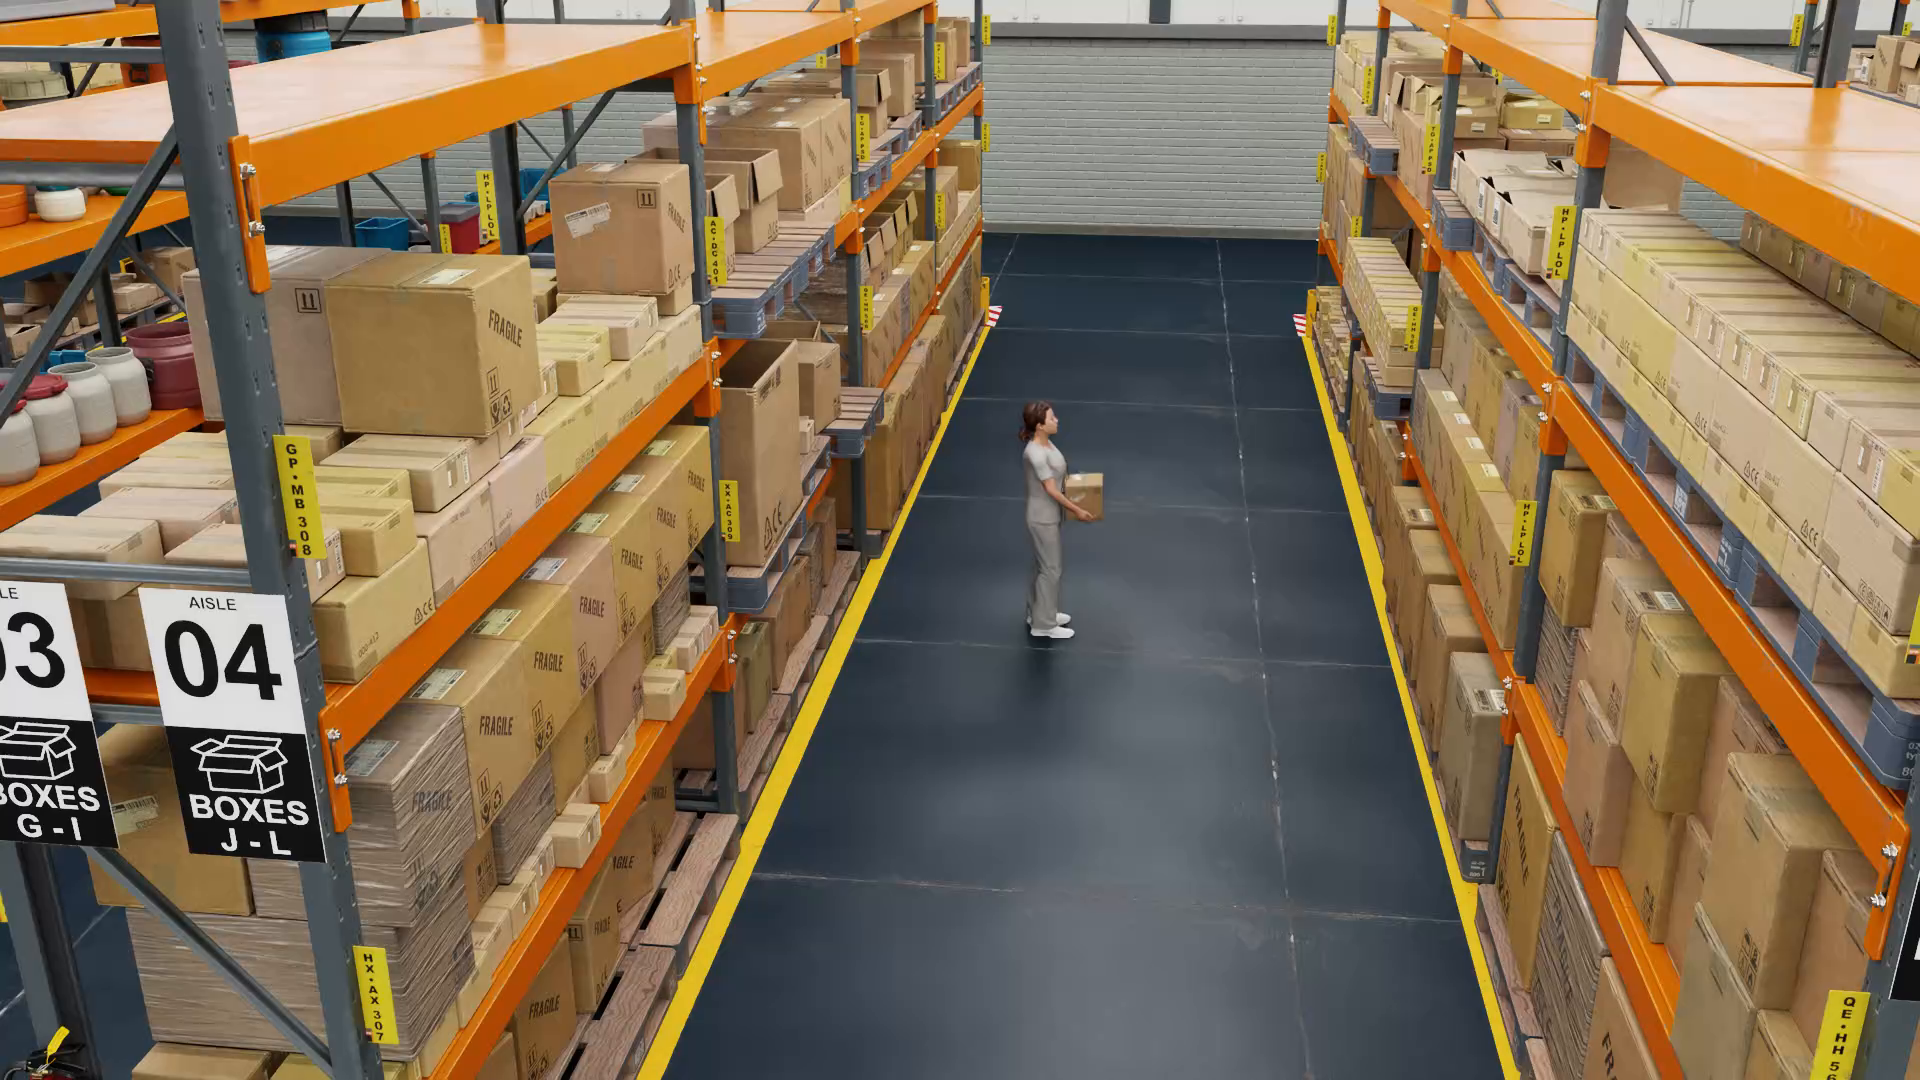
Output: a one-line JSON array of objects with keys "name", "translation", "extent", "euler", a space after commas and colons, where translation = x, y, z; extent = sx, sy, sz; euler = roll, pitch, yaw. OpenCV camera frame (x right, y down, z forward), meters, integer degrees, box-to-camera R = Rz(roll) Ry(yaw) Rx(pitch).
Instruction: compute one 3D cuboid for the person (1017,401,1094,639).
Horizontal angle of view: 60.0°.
[{"name": "person", "translation": [0.657, -0.143, 11.456], "extent": [0.547, 1.671, 0.444], "euler": [3, 21, 8]}]
